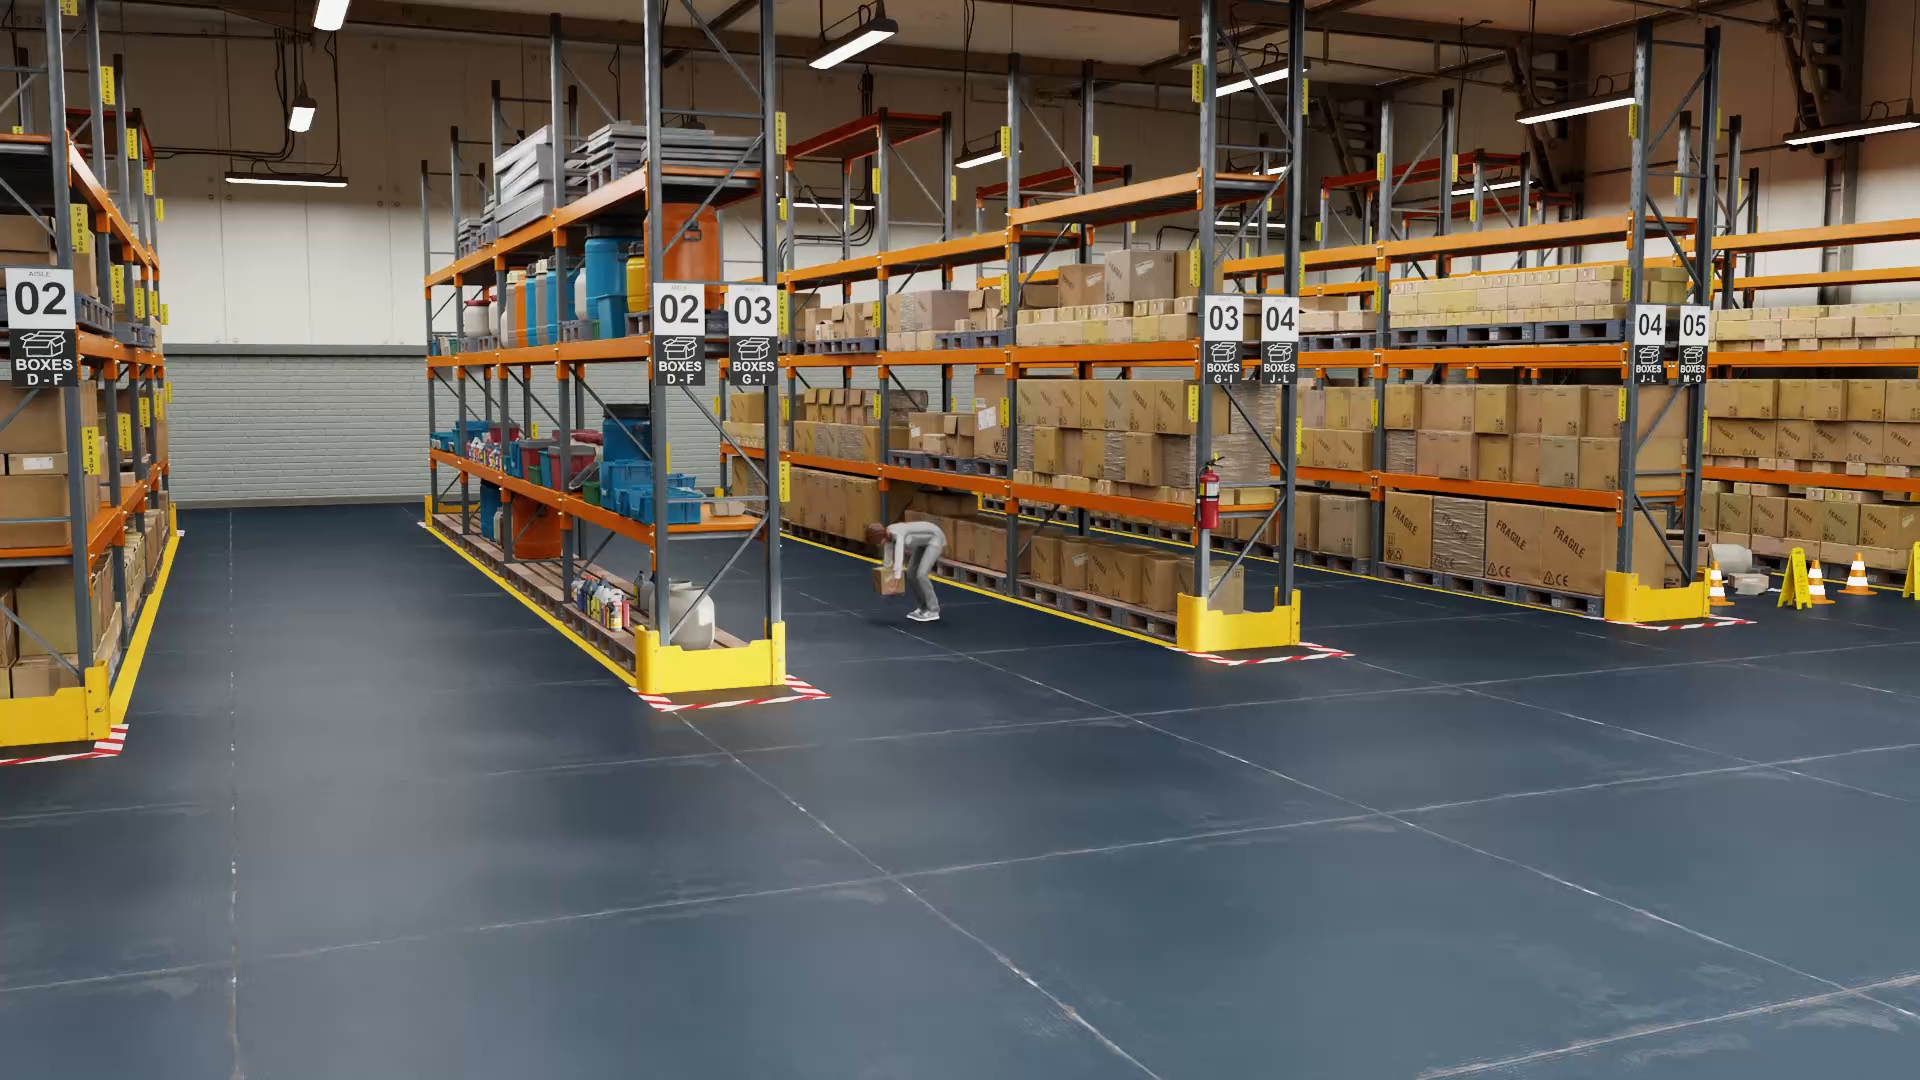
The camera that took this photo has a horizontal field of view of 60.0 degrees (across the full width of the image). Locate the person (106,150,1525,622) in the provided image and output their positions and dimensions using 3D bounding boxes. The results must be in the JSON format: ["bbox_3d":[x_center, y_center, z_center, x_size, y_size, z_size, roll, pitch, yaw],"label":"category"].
[{"bbox_3d":[-4.051,-3.035,25.597,24.547,6.003,19.570,-3,6,-26],"label":"person"}]
